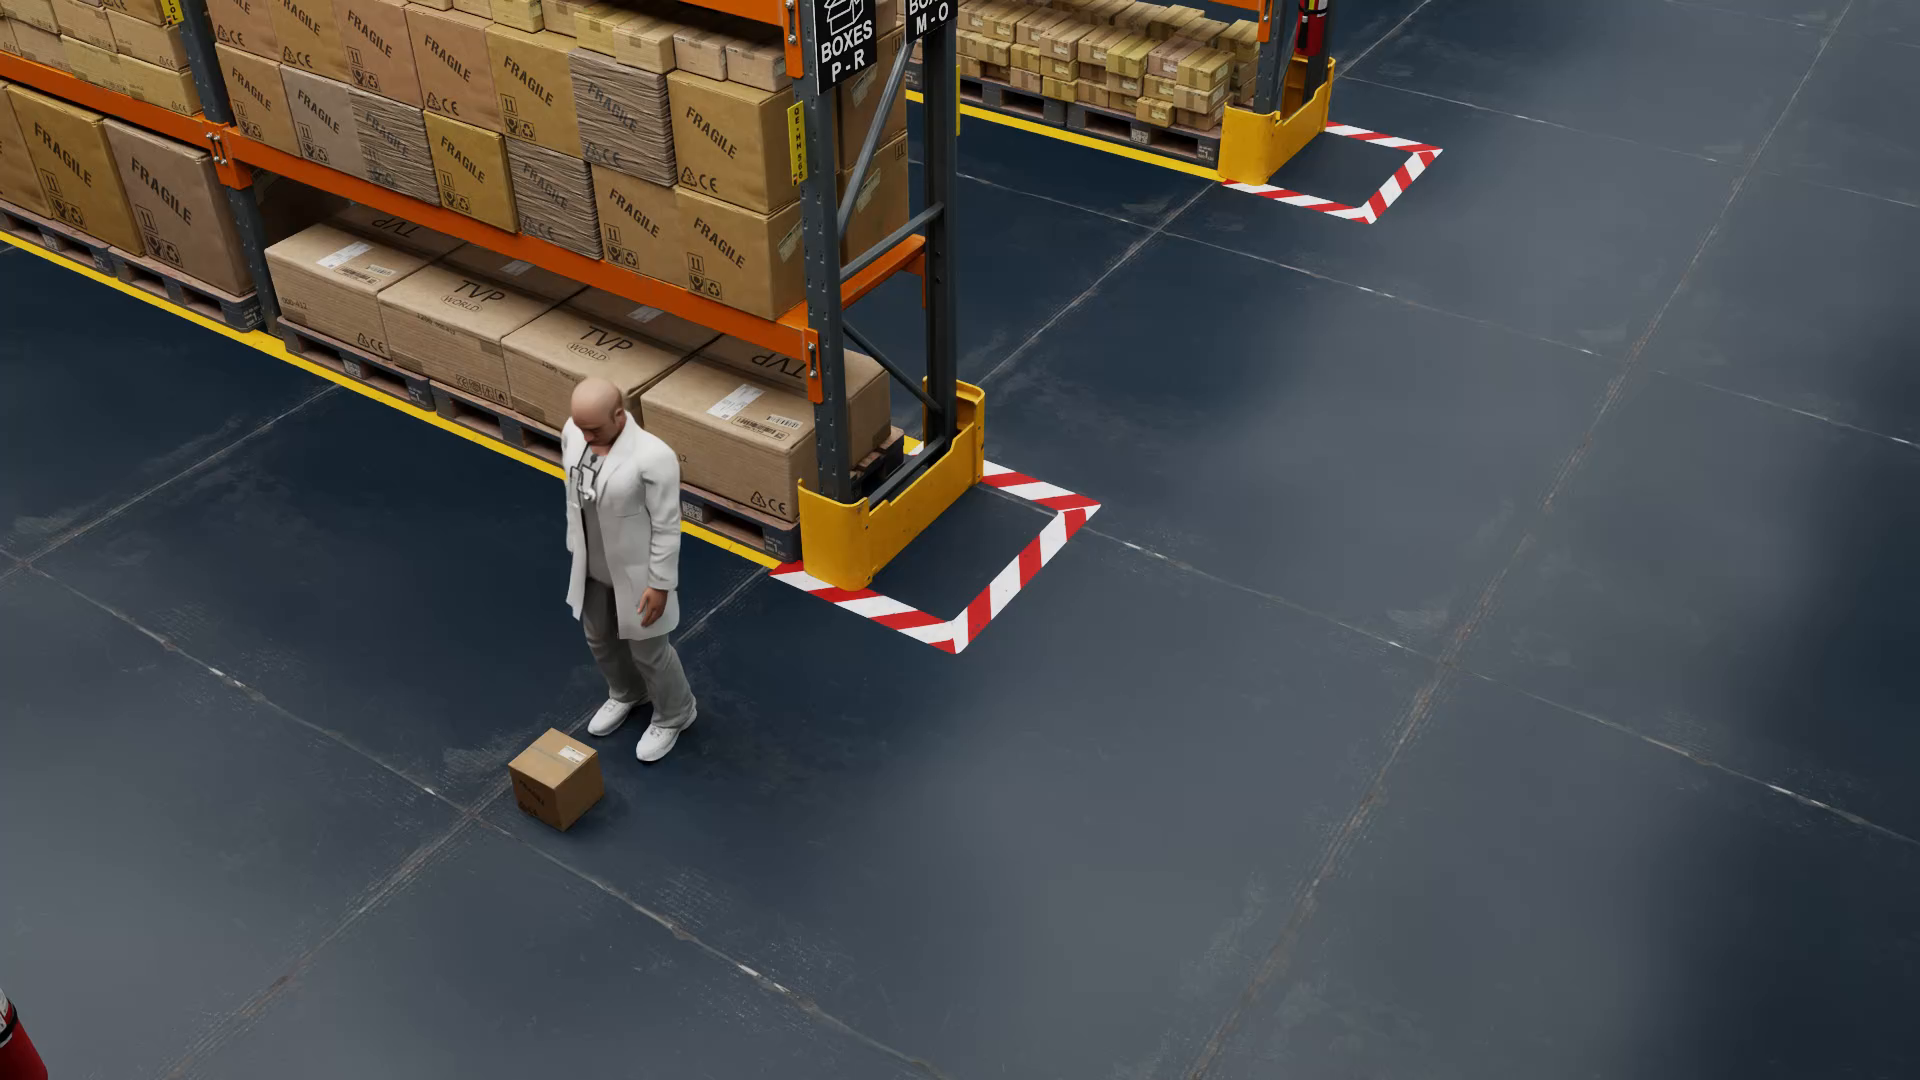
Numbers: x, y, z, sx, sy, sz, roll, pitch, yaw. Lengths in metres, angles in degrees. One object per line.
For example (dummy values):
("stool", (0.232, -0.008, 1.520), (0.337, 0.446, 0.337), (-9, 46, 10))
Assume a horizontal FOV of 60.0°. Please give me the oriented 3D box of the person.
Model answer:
("person", (-1.321, 0.111, 6.569), (0.567, 1.767, 0.381), (22, 43, 26))
